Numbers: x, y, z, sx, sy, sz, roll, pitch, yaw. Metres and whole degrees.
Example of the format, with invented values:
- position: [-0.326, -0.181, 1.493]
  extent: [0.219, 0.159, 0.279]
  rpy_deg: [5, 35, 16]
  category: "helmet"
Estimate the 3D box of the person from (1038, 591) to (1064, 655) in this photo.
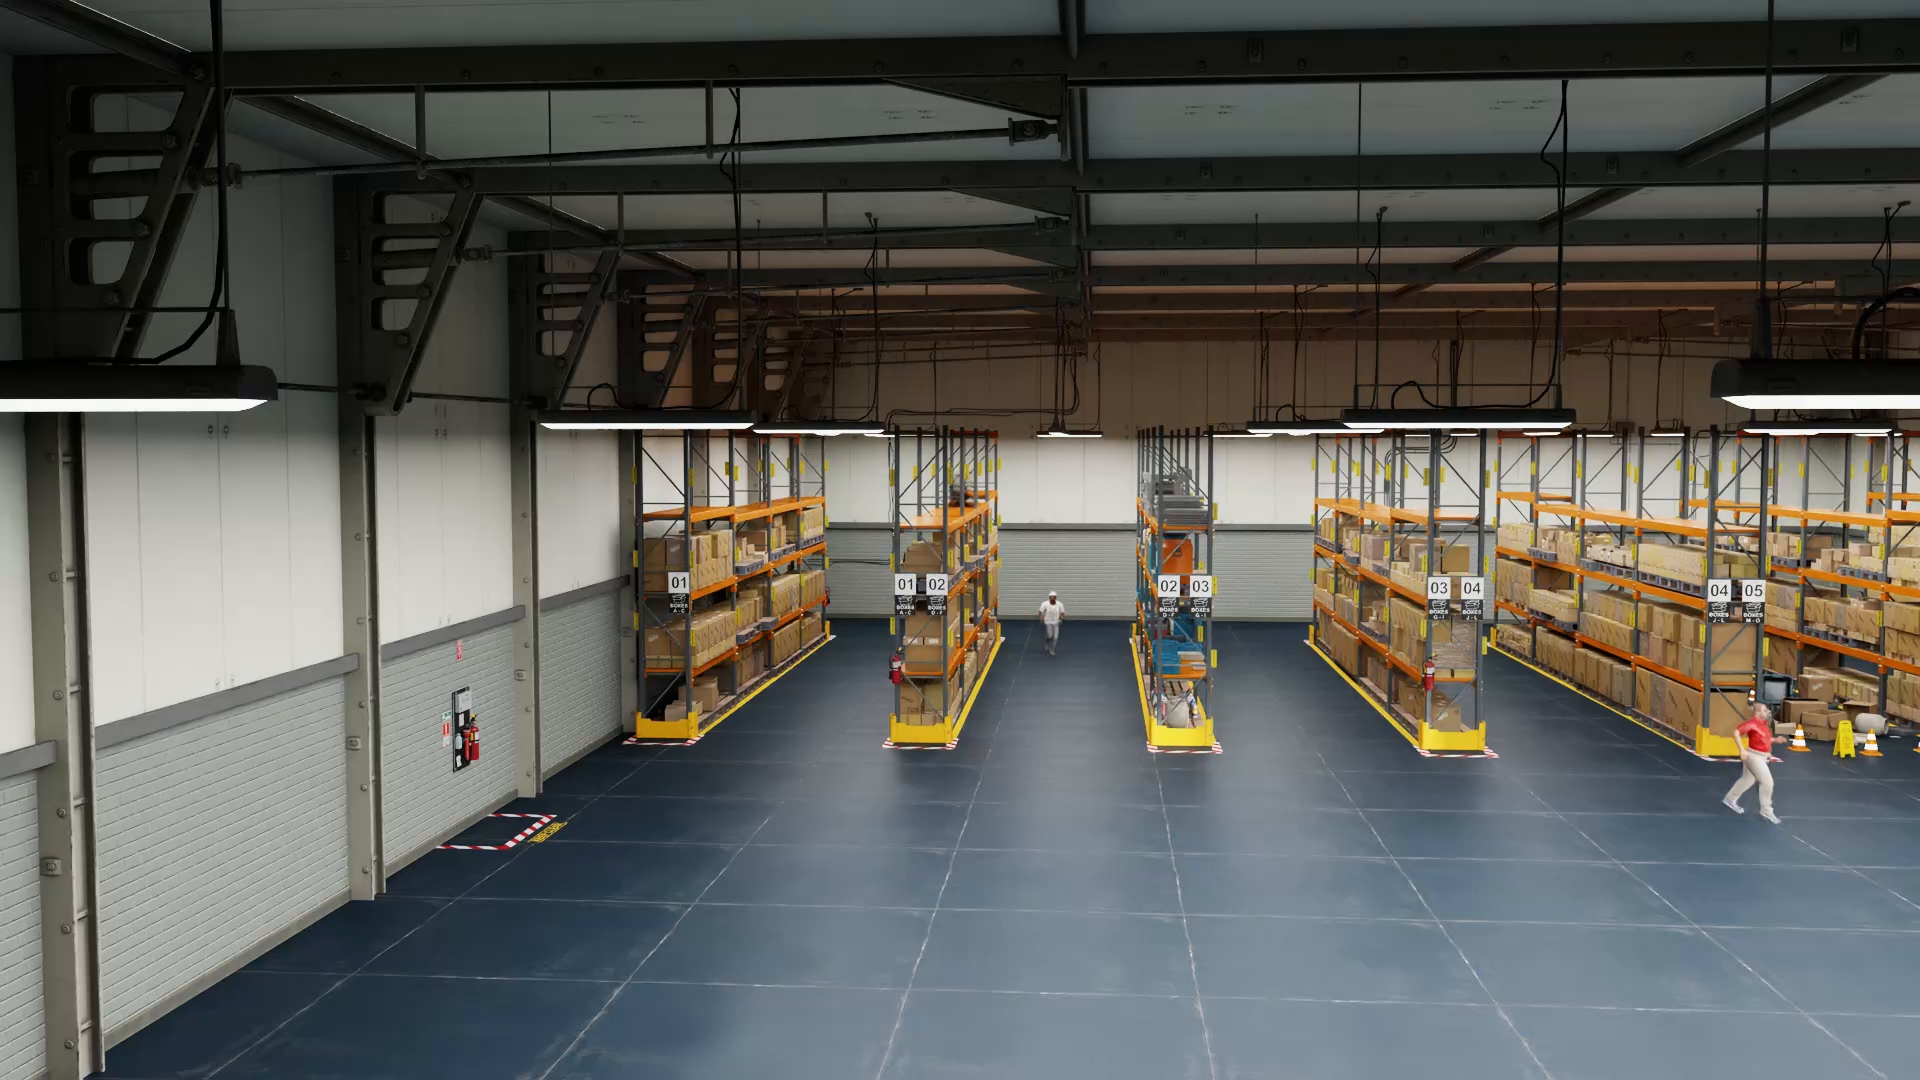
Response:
- position: [2.447, 2.215, 44.192]
  extent: [0.689, 1.711, 0.627]
  rpy_deg: [0, 3, -8]
  category: "person"

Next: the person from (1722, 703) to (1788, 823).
- position: [12.010, 3.346, 25.122]
  extent: [0.875, 1.790, 0.634]
  rpy_deg: [2, 4, 36]
  category: "person"

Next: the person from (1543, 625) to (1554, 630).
- position: [16.817, 2.036, 47.398]
  extent: [0.593, 1.664, 0.593]
  rpy_deg: [0, 3, 6]
  category: "person"
